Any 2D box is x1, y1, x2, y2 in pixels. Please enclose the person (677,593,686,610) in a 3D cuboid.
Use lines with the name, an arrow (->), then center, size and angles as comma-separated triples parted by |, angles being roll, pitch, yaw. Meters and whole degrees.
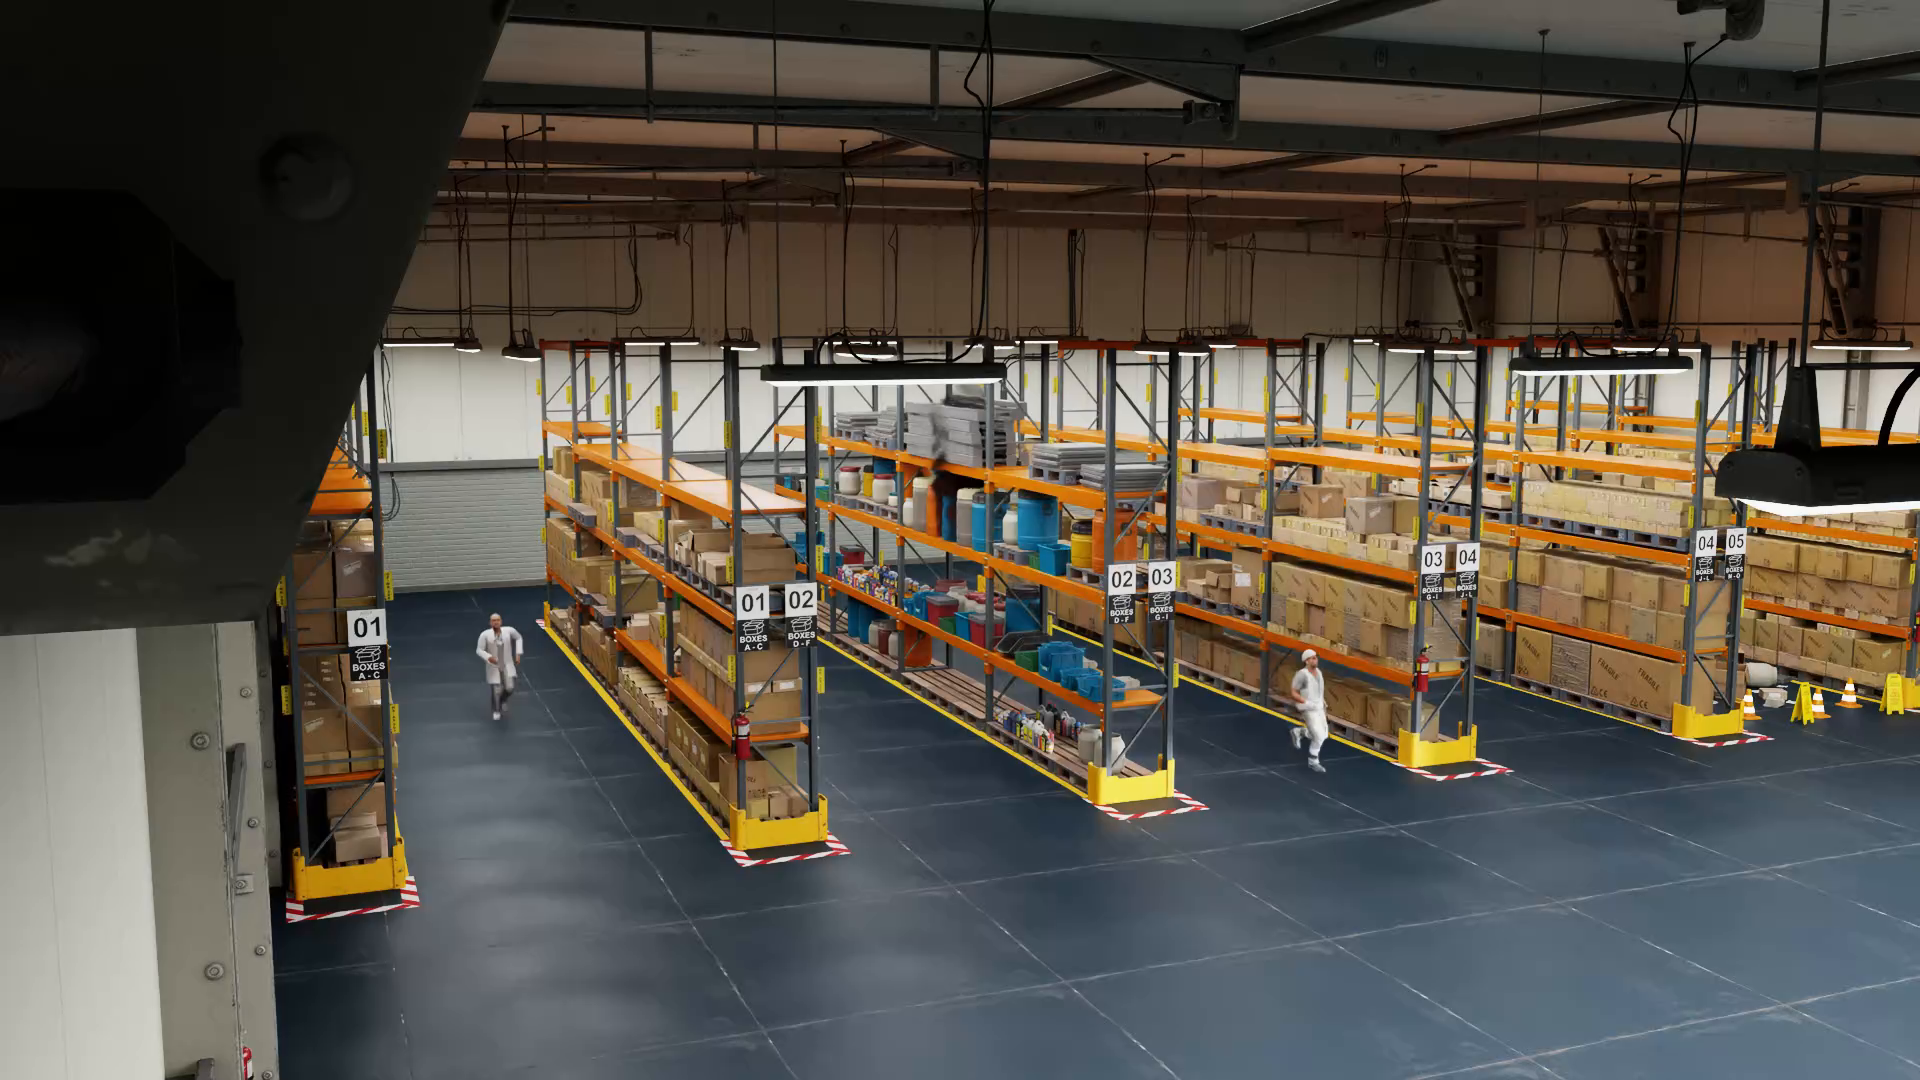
person -> -5.706, 1.030, 34.120 | 0.664, 1.747, 0.590 | -4, 9, -30

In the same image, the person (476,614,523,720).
person -> -7.324, 2.031, 26.522 | 0.741, 1.738, 0.766 | -3, 8, -22

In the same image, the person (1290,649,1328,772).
person -> 4.980, 2.408, 23.726 | 0.617, 1.725, 0.676 | 7, 10, 44
